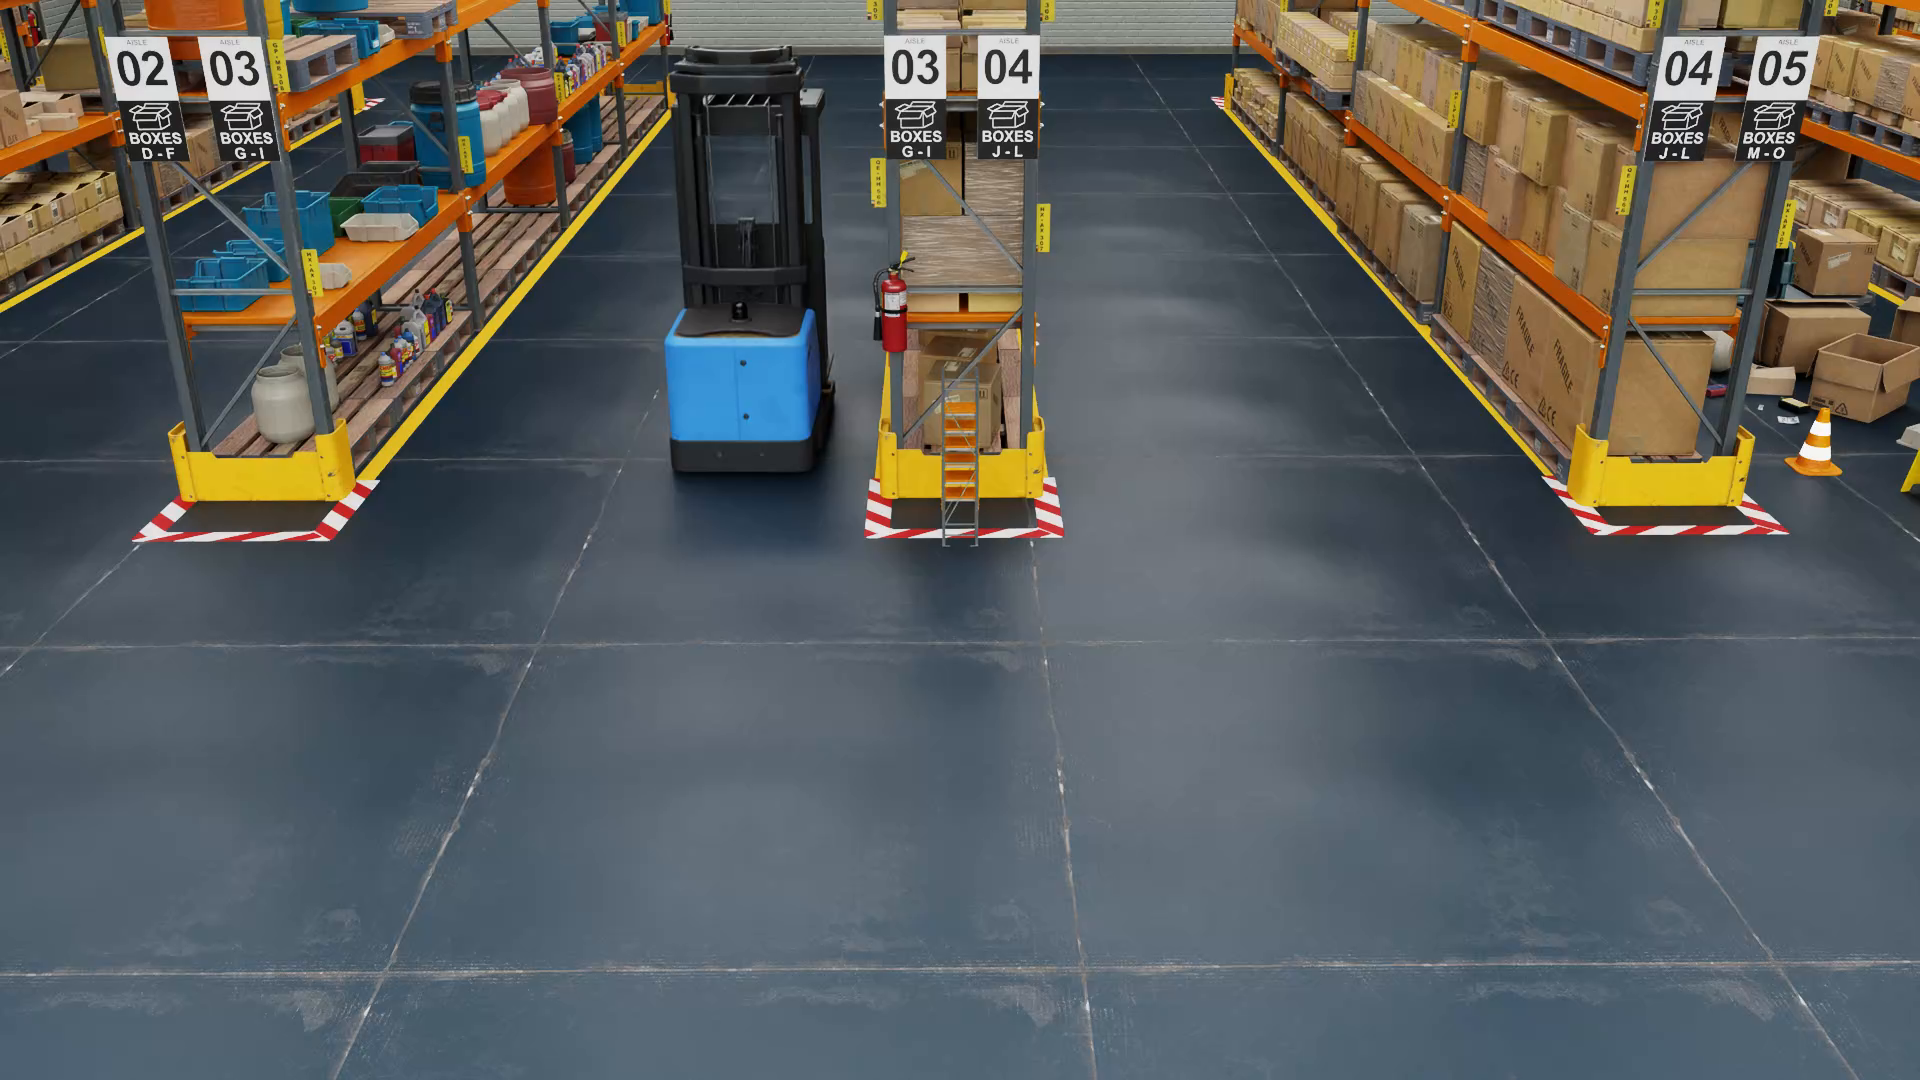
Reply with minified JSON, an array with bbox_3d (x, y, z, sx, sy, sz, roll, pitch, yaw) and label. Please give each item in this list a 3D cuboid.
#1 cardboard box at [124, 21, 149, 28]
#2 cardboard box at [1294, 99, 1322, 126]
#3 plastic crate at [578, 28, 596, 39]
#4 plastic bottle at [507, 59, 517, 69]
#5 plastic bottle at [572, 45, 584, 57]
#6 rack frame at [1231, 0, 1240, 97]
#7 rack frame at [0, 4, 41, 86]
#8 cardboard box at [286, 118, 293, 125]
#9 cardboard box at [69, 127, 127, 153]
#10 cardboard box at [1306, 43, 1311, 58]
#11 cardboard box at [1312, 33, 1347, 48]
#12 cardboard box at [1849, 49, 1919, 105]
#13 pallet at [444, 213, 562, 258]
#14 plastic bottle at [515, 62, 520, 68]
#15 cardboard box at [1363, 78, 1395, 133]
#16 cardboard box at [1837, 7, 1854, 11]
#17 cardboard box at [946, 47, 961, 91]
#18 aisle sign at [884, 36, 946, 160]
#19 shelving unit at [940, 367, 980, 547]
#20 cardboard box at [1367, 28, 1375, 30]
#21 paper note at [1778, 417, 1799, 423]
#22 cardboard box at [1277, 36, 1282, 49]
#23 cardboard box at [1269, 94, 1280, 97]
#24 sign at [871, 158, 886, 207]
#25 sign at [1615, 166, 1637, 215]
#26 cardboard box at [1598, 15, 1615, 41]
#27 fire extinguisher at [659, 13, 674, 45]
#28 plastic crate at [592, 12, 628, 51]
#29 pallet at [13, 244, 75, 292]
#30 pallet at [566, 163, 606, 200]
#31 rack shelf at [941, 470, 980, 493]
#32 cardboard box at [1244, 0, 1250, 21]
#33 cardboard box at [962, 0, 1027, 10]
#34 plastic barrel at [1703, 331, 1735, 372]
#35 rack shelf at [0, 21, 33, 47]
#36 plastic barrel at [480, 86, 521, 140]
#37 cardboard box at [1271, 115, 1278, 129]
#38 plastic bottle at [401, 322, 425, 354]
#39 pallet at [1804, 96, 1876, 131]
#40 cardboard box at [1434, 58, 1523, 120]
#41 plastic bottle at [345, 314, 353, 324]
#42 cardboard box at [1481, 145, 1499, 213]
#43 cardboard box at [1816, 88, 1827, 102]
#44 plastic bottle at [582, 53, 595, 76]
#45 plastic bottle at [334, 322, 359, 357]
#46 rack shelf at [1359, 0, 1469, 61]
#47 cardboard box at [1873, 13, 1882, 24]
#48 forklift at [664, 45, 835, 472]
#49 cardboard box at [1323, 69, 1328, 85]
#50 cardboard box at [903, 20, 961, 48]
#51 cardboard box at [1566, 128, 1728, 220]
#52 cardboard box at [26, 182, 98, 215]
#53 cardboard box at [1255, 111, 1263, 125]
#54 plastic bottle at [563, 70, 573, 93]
[{"bbox_3d":[-9.944,-6.116,20.501,0.700,0.500,0.500,-6,25,-14],"label":"cardboard box"},{"bbox_3d":[4.594,-5.499,21.382,0.500,0.250,0.500,0,24,1],"label":"cardboard box"},{"bbox_3d":[-5.391,-7.251,23.889,0.293,0.136,0.466,0,24,-1],"label":"plastic crate"},{"bbox_3d":[-5.431,-5.658,20.180,0.144,0.351,0.185,0,24,-1],"label":"plastic bottle"},{"bbox_3d":[-4.876,-6.151,21.269,0.144,0.351,0.185,0,24,-1],"label":"plastic bottle"},{"bbox_3d":[4.798,-8.278,25.914,1.000,3.000,0.127,0,24,-1],"label":"rack frame"},{"bbox_3d":[-15.022,-8.231,25.809,1.000,3.000,0.127,0,24,-1],"label":"rack frame"},{"bbox_3d":[-9.832,-6.046,23.883,0.380,0.166,0.250,0,24,-1],"label":"cardboard box"},{"bbox_3d":[-10.231,-4.769,19.744,0.500,0.250,0.500,1,24,1],"label":"cardboard box"},{"bbox_3d":[4.409,-5.927,20.150,0.380,0.149,0.250,0,24,1],"label":"cardboard box"},{"bbox_3d":[4.415,-5.951,19.840,0.380,0.149,0.250,0,24,-1],"label":"cardboard box"},{"bbox_3d":[9.633,-4.798,17.227,0.500,0.500,0.500,0,24,0],"label":"cardboard box"},{"bbox_3d":[-5.058,-3.389,18.487,1.003,0.211,1.213,0,24,-1],"label":"pallet"},{"bbox_3d":[-5.414,-5.693,20.339,0.061,0.283,0.133,0,24,-1],"label":"plastic bottle"},{"bbox_3d":[4.629,-4.632,17.730,0.500,0.500,0.500,0,24,-1],"label":"cardboard box"},{"bbox_3d":[10.058,-5.956,19.443,0.500,0.500,0.500,0,24,0],"label":"cardboard box"},{"bbox_3d":[-0.247,-3.201,11.229,0.500,0.250,0.500,0,24,1],"label":"cardboard box"},{"bbox_3d":[-0.287,-2.862,10.784,0.394,0.787,0.004,0,24,-1],"label":"aisle sign"},{"bbox_3d":[0.000,-0.541,10.989,0.258,1.200,0.189,0,24,-1],"label":"shelving unit"},{"bbox_3d":[5.059,-6.165,20.315,0.380,0.149,0.250,-1,24,-1],"label":"cardboard box"},{"bbox_3d":[6.654,-0.968,13.356,0.144,0.017,0.142,8,26,18],"label":"paper note"},{"bbox_3d":[4.386,-6.543,21.871,0.380,0.149,0.250,-1,24,-3],"label":"cardboard box"},{"bbox_3d":[4.601,-6.254,23.666,0.380,0.149,0.250,1,24,1],"label":"cardboard box"},{"bbox_3d":[-0.543,-2.382,11.088,0.100,0.325,0.005,0,24,-1],"label":"sign"},{"bbox_3d":[4.430,-2.324,11.056,0.100,0.325,0.005,0,24,-1],"label":"sign"},{"bbox_3d":[4.625,-3.520,11.426,0.380,0.149,0.250,0,24,0],"label":"cardboard box"},{"bbox_3d":[-4.662,-8.134,26.142,0.296,0.674,0.183,0,24,-1],"label":"fire extinguisher"},{"bbox_3d":[-4.830,-7.053,23.053,0.402,0.464,0.583,0,24,-1],"label":"plastic crate"},{"bbox_3d":[-10.001,-2.847,17.288,1.003,0.211,1.213,0,24,-1],"label":"pallet"},{"bbox_3d":[-5.089,-4.535,21.020,1.003,0.211,1.213,0,24,-1],"label":"pallet"},{"bbox_3d":[0.000,-0.391,11.057,0.258,0.103,0.180,0,24,-1],"label":"rack shelf"},{"bbox_3d":[4.558,-8.053,24.933,0.500,0.500,0.500,0,24,0],"label":"cardboard box"},{"bbox_3d":[0.266,-4.093,11.931,0.500,0.500,0.500,0,24,-1],"label":"cardboard box"},{"bbox_3d":[6.475,-1.699,14.493,0.512,0.421,0.421,19,30,35],"label":"plastic barrel"},{"bbox_3d":[-15.000,-7.079,24.135,1.077,0.370,4.000,0,24,-1],"label":"rack shelf"},{"bbox_3d":[-4.799,-4.433,17.277,0.421,0.512,0.421,0,24,0],"label":"plastic barrel"},{"bbox_3d":[4.521,-5.786,22.993,0.380,0.149,0.250,0,24,0],"label":"cardboard box"},{"bbox_3d":[-4.686,-1.747,14.244,0.152,0.276,0.135,0,24,0],"label":"plastic bottle"},{"bbox_3d":[9.948,-4.665,18.158,1.213,0.211,1.003,0,24,-1],"label":"pallet"},{"bbox_3d":[4.910,-4.251,15.675,0.700,0.500,0.500,-1,24,-1],"label":"cardboard box"},{"bbox_3d":[-5.388,-1.912,14.518,0.144,0.351,0.185,-1,24,-3],"label":"plastic bottle"},{"bbox_3d":[4.974,-3.023,14.113,0.875,0.550,0.550,0,24,-1],"label":"cardboard box"},{"bbox_3d":[9.621,-4.871,18.176,0.380,0.149,0.250,-2,24,-4],"label":"cardboard box"},{"bbox_3d":[-4.735,-6.051,21.140,0.152,0.276,0.135,0,24,-1],"label":"plastic bottle"},{"bbox_3d":[-5.236,-1.714,14.170,0.152,0.276,0.135,0,24,-1],"label":"plastic bottle"},{"bbox_3d":[4.907,-5.197,16.333,1.077,0.370,4.000,0,24,-1],"label":"rack shelf"},{"bbox_3d":[14.439,-8.115,25.857,0.380,0.149,0.250,0,24,-1],"label":"cardboard box"},{"bbox_3d":[-1.598,-2.392,12.981,1.130,2.935,3.031,0,24,0],"label":"forklift"},{"bbox_3d":[4.420,-5.362,19.261,0.380,0.149,0.250,0,24,-1],"label":"cardboard box"},{"bbox_3d":[-0.189,-3.406,11.198,0.380,0.149,0.250,-1,24,-2],"label":"cardboard box"},{"bbox_3d":[4.909,-2.625,11.922,0.875,0.550,0.550,0,24,-1],"label":"cardboard box"},{"bbox_3d":[-9.717,-3.723,17.989,0.500,0.311,0.500,-1,24,-1],"label":"cardboard box"},{"bbox_3d":[4.486,-6.109,24.067,0.380,0.149,0.250,0,24,-1],"label":"cardboard box"},{"bbox_3d":[-4.692,-5.489,19.902,0.097,0.271,0.097,0,24,0],"label":"plastic bottle"}]
